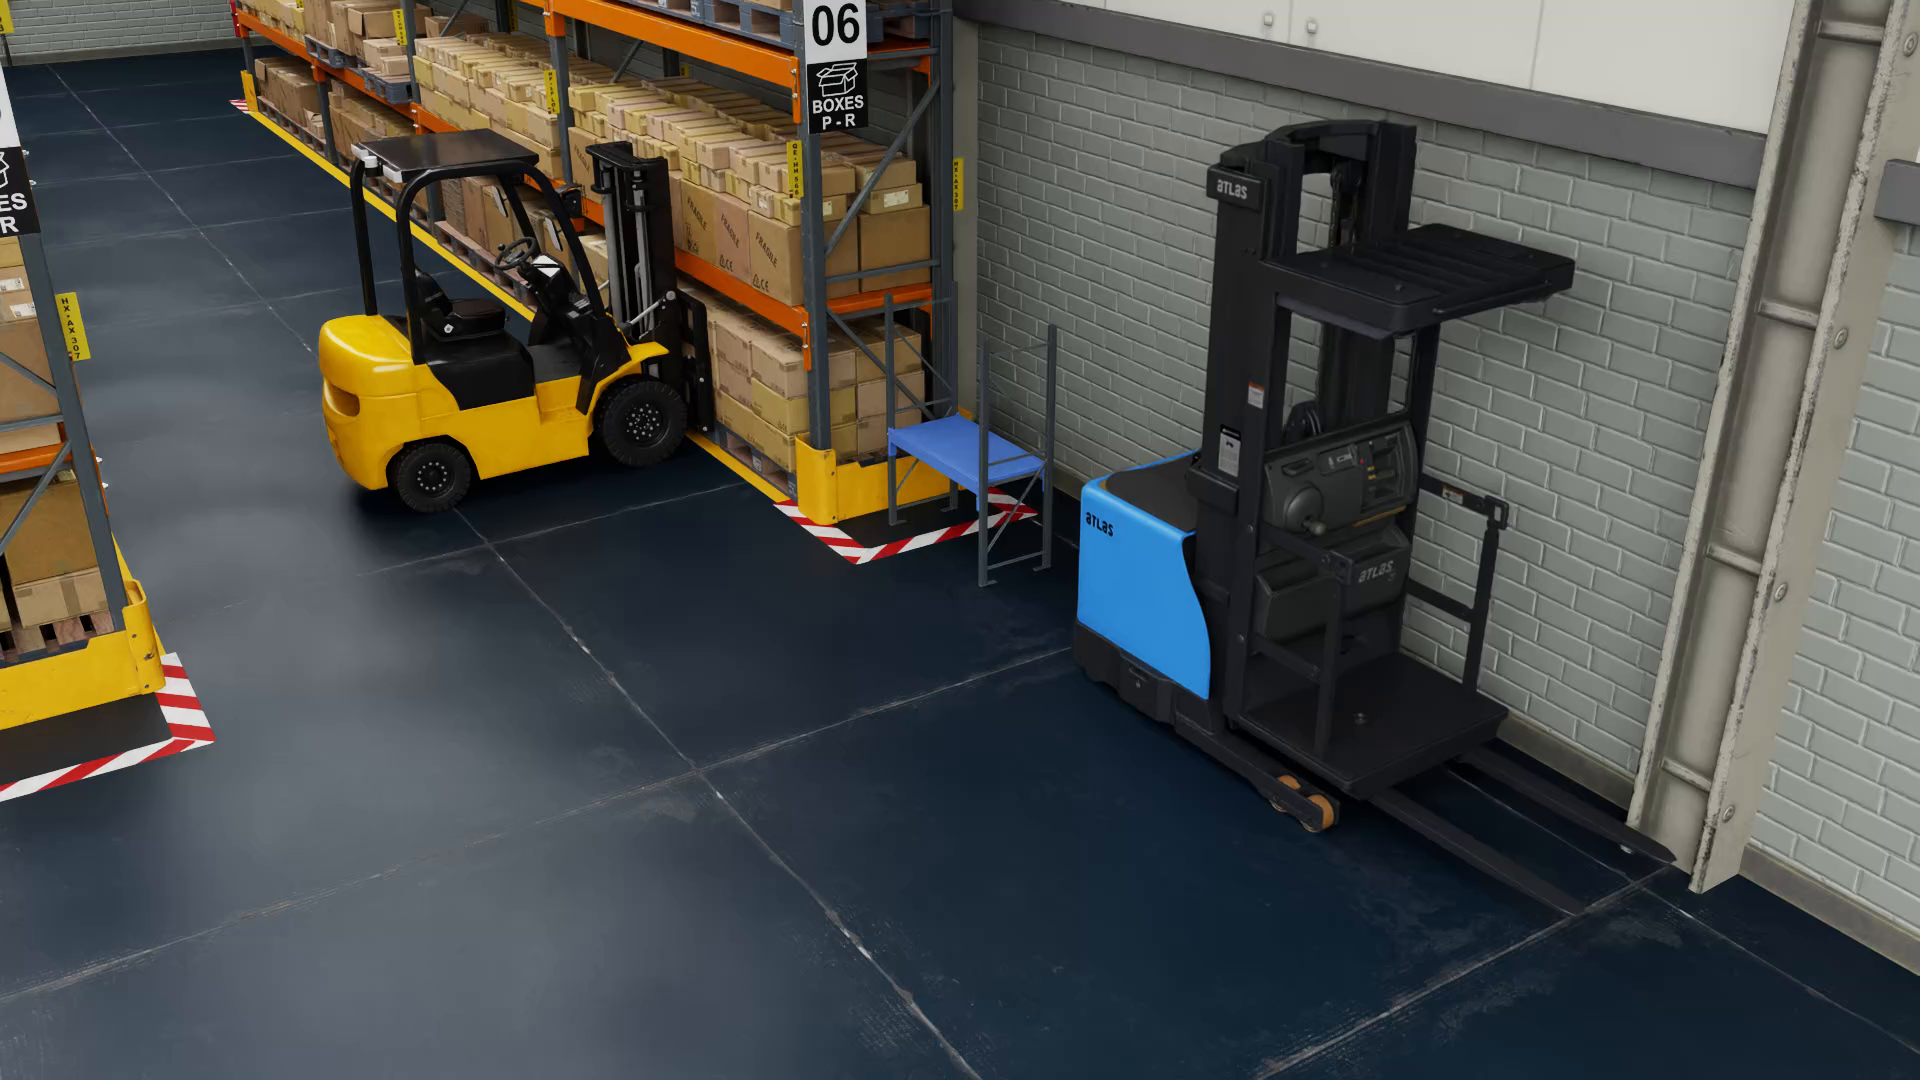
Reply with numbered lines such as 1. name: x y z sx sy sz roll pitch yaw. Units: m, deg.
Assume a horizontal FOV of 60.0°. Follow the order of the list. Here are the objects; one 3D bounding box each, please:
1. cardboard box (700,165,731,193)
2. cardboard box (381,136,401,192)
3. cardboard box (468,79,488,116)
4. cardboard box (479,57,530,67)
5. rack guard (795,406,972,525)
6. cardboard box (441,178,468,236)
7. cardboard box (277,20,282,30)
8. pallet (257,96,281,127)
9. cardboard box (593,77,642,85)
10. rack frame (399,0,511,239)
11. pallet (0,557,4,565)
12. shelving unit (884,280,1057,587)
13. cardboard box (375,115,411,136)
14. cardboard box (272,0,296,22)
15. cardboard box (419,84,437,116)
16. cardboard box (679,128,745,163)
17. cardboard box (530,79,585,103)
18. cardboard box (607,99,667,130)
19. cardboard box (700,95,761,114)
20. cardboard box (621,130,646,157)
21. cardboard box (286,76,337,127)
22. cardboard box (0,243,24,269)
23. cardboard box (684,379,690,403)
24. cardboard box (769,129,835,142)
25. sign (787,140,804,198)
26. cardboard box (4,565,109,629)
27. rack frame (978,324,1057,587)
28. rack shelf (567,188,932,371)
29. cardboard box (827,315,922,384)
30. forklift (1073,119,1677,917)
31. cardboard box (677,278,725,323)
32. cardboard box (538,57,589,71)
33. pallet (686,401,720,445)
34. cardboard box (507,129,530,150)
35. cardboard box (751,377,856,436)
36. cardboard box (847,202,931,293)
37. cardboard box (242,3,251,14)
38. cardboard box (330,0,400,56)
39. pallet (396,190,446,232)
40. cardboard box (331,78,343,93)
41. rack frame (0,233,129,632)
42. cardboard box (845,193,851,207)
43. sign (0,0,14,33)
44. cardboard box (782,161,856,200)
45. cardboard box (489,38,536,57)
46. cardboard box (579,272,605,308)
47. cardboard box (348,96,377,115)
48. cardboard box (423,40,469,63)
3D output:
1. cardboard box: -1.482 -2.409 10.963 0.380 0.149 0.250 -17 30 -31
2. cardboard box: -5.823 -4.035 17.719 0.500 0.500 0.500 -14 29 -27
3. cardboard box: -3.979 -3.901 14.590 0.500 0.250 0.500 -15 29 -29
4. cardboard box: -3.996 -4.132 14.613 0.380 0.149 0.250 -16 29 -30
5. rack guard: -0.479 -0.506 10.736 1.175 0.500 0.348 -16 29 -30
6. cardboard box: -4.530 -3.396 16.220 0.875 0.625 0.625 -15 29 -28
7. cardboard box: -8.256 -6.434 20.661 0.380 0.149 0.250 -16 29 -30
8. pallet: -8.749 -5.794 22.277 1.003 0.211 1.213 -16 29 -30
9. cardboard box: -2.790 -3.698 13.692 0.380 0.149 0.250 -17 30 -31
10. rack frame: -4.859 -4.506 16.282 1.000 3.000 0.127 -16 29 -30
11. pallet: -5.766 0.012 9.976 1.003 0.211 1.213 -16 29 -30
12. shelving unit: 0.047 -0.648 9.865 0.538 1.500 1.048 -16 29 -30
13. cardboard box: -6.041 -4.457 17.855 0.380 0.149 0.250 -17 30 -32
14. cardboard box: -8.072 -6.486 20.303 0.500 0.250 0.500 -16 30 -30
15. cardboard box: -4.822 -4.223 15.857 0.500 0.250 0.500 -15 29 -29
16. cardboard box: -1.645 -2.630 11.082 0.380 0.149 0.250 -15 29 -29
17. cardboard box: -3.294 -3.672 13.638 0.380 0.149 0.250 -16 29 -30
18. cardboard box: -2.330 -3.088 12.051 0.380 0.149 0.250 -15 29 -28
19. cardboard box: -1.676 -3.141 12.165 0.380 0.149 0.250 -16 30 -30
20. cardboard box: -2.199 -2.860 11.918 0.380 0.149 0.250 -16 30 -30
21. cardboard box: -7.971 -5.500 20.823 0.700 0.500 0.500 -17 30 -31
22. cardboard box: -5.240 -1.267 8.954 0.500 0.500 0.500 -16 30 -31
23. cardboard box: -1.845 -1.227 12.065 0.500 0.250 0.500 -15 29 -28
24. cardboard box: -1.054 -2.661 11.147 0.380 0.149 0.250 -15 29 -28
25. sign: -0.954 -2.154 9.665 0.100 0.325 0.005 -16 29 -30
26. cardboard box: -4.857 0.214 9.012 0.500 0.250 0.500 -16 30 -30
27. rack frame: 0.324 -0.466 9.480 0.500 1.500 0.032 -16 29 -30
28. rack shelf: -1.584 -2.035 11.889 1.077 0.370 4.000 -16 29 -30
29. cardboard box: -0.596 -1.259 10.962 0.500 0.250 0.500 -16 30 -30
30. forklift: 1.847 -0.247 7.340 1.130 2.935 3.031 -17 30 -31
31. cardboard box: -1.842 -1.678 11.848 0.500 0.250 0.500 -16 30 -31
32. cardboard box: -3.481 -4.146 14.641 0.380 0.149 0.250 -15 29 -29
33. pallet: -1.606 -1.083 12.298 1.003 0.211 1.213 -16 29 -30
34. cardboard box: -3.449 -3.305 13.914 0.500 0.250 0.500 -16 29 -30
35. cardboard box: -1.020 -0.919 10.825 0.500 0.250 0.500 -16 30 -30
36. cardboard box: -0.530 -1.932 10.711 0.500 0.500 0.500 -14 29 -28
37. cardboard box: -9.277 -7.072 22.012 0.380 0.149 0.250 -16 30 -30
38. cardboard box: -6.255 -5.481 17.737 0.700 0.500 0.500 -16 29 -30
39. pallet: -5.235 -3.521 17.461 1.003 0.211 1.213 -16 29 -30
40. cardboard box: -7.019 -5.248 19.181 0.380 0.149 0.250 -16 30 -30
41. rack frame: -4.649 -0.487 7.767 1.000 3.000 0.127 -16 29 -30
42. cardboard box: -0.648 -2.238 10.601 0.380 0.149 0.250 -16 29 -30
43. sign: -4.194 -2.365 7.208 0.100 0.325 0.005 -16 29 -30
44. cardboard box: -0.864 -2.197 10.164 0.380 0.149 0.250 -15 29 -29
45. cardboard box: -4.185 -4.601 15.606 0.380 0.149 0.250 -16 29 -30
46. cardboard box: -2.670 -2.003 13.123 0.500 0.250 0.500 -16 29 -30
47. cardboard box: -6.704 -4.929 18.854 0.380 0.149 0.250 -17 30 -32
48. cardboard box: -4.785 -4.567 15.533 0.380 0.149 0.250 -15 29 -28
